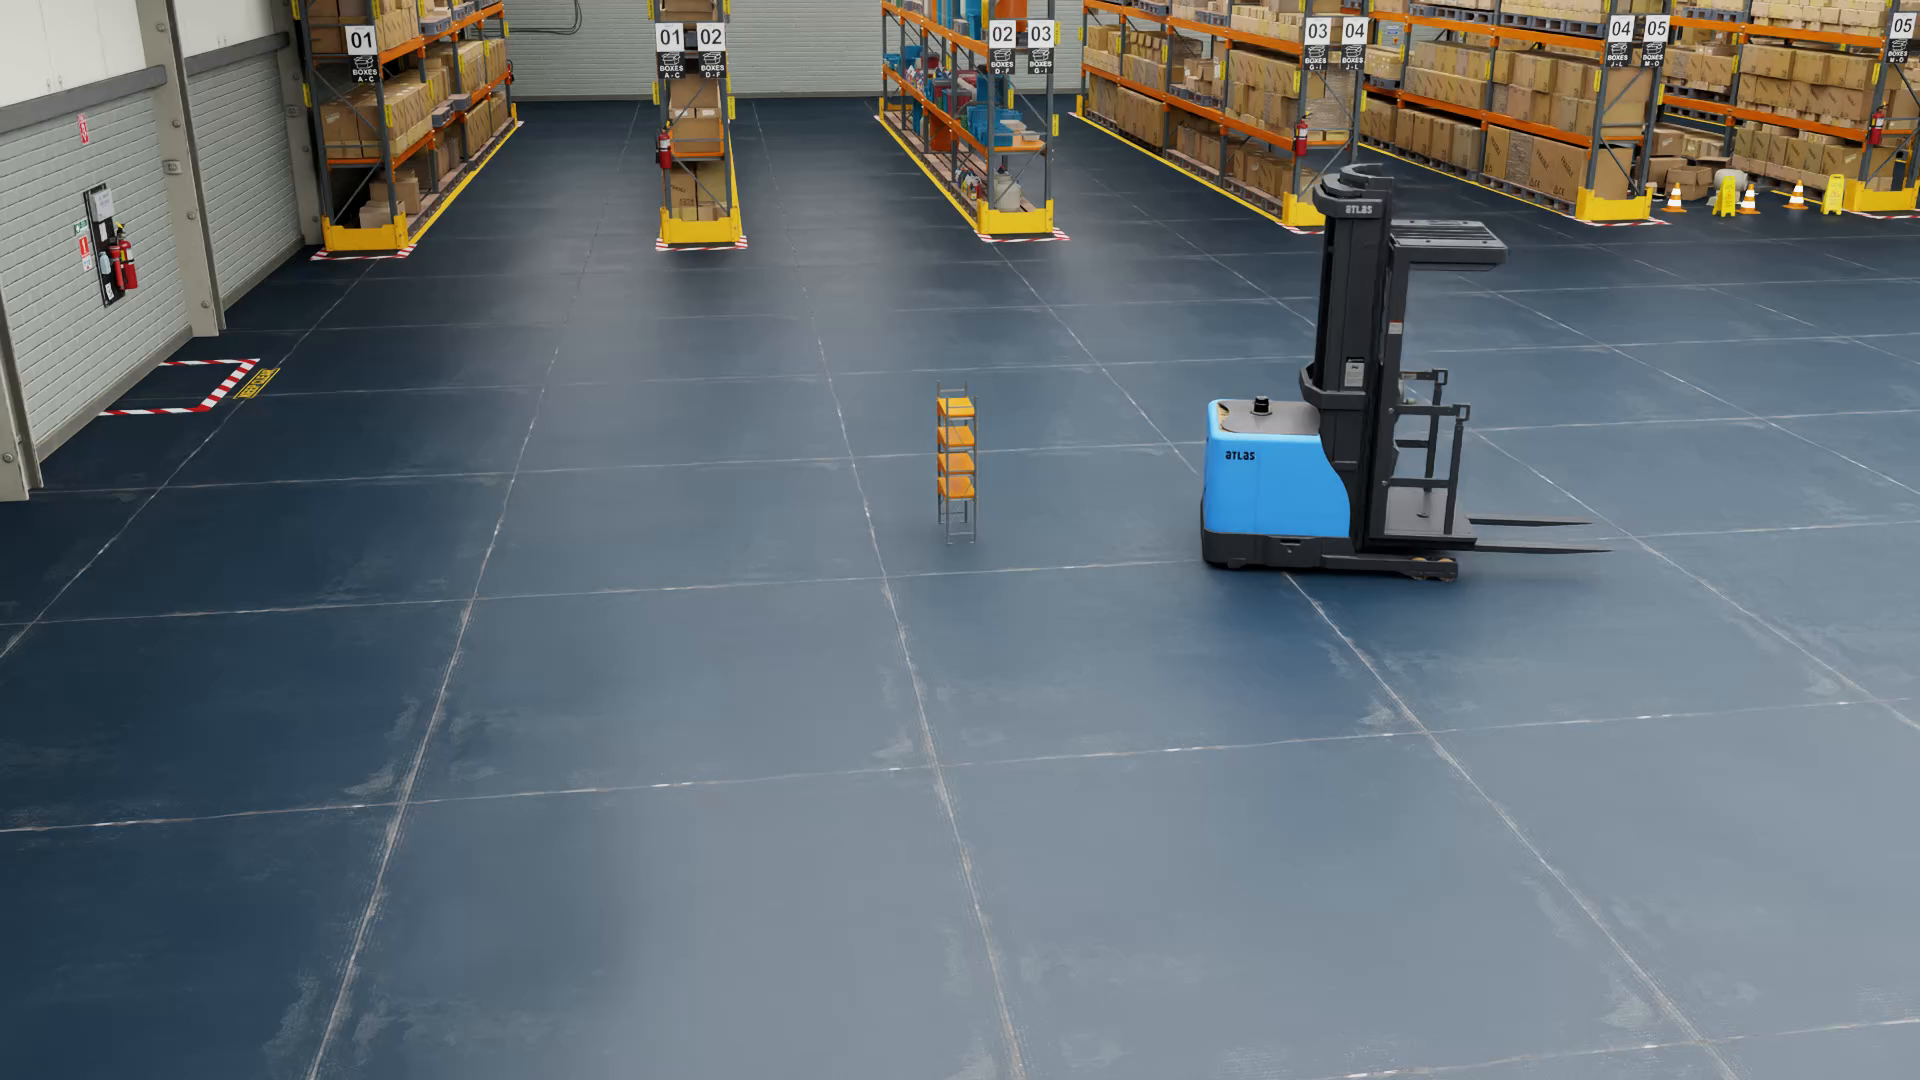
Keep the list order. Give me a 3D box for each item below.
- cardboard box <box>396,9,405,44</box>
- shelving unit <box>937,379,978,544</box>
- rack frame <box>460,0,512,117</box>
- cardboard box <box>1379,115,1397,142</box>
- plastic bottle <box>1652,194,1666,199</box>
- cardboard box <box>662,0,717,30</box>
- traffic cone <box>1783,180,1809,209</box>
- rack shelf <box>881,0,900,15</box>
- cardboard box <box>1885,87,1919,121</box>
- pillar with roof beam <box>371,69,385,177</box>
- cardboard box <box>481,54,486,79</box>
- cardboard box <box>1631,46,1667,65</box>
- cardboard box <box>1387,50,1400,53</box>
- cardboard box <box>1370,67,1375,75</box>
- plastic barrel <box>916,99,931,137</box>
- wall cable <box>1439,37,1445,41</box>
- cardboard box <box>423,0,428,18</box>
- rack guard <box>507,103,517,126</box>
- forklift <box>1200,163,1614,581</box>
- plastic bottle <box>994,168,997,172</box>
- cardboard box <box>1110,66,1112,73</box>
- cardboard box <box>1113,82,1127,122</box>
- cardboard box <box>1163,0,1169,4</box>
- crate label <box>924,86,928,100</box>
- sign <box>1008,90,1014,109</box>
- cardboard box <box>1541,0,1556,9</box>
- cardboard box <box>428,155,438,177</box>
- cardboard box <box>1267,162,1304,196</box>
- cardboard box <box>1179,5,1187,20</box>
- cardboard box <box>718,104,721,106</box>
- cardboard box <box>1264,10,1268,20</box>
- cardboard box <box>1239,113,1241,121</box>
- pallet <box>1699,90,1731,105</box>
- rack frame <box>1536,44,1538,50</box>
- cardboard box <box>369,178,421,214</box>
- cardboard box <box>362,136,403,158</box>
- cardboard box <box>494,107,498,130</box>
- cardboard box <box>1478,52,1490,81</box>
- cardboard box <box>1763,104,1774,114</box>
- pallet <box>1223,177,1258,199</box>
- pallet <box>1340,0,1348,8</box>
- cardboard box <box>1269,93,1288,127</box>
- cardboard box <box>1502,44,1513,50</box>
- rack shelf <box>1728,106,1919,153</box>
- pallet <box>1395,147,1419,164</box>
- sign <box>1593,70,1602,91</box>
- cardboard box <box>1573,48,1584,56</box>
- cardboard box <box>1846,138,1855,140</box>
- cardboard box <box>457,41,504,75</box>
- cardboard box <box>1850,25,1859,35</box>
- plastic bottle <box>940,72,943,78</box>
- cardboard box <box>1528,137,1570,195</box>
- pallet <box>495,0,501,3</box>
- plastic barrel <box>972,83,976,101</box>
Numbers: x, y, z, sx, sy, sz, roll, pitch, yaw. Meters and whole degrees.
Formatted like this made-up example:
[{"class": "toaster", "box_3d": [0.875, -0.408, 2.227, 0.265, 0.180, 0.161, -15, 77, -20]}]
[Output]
[{"class": "cardboard box", "box_3d": [-8.898, -7.901, 25.624, 0.500, 0.500, 0.500, -2, 21, -4]}, {"class": "shelving unit", "box_3d": [-0.024, -0.619, 13.160, 0.258, 1.200, 0.503, -3, 21, -8]}, {"class": "rack frame", "box_3d": [-11.184, -11.299, 39.181, 1.000, 3.000, 0.127, -3, 21, -8]}, {"class": "cardboard box", "box_3d": [9.243, -8.734, 35.286, 0.500, 0.500, 0.500, -3, 21, -8]}, {"class": "plastic bottle", "box_3d": [12.328, -6.076, 29.397, 0.133, 0.061, 0.283, -11, 23, -26]}, {"class": "cardboard box", "box_3d": [-4.055, -7.925, 24.914, 0.797, 0.503, 0.637, -1, 21, -4]}, {"class": "traffic cone", "box_3d": [14.295, -5.904, 28.362, 0.336, 0.463, 0.334, -3, 21, -8]}, {"class": "rack shelf", "box_3d": [-1.092, -12.174, 38.266, 1.077, 0.370, 4.000, -3, 21, -8]}, {"class": "cardboard box", "box_3d": [15.840, -7.373, 28.101, 0.500, 0.500, 0.500, -3, 21, -9]}, {"class": "pillar with roof beam", "box_3d": [-6.439, -11.063, 29.975, 9.100, 9.000, 0.400, -3, 21, -8]}, {"class": "cardboard box", "box_3d": [-10.291, -9.962, 35.006, 0.500, 0.500, 0.500, -3, 21, -9]}, {"class": "cardboard box", "box_3d": [14.316, -9.994, 34.518, 0.500, 0.500, 0.500, -4, 21, -9]}, {"class": "cardboard box", "box_3d": [9.498, -10.563, 36.119, 0.380, 0.149, 0.250, -3, 21, -9]}, {"class": "cardboard box", "box_3d": [8.967, -9.982, 35.414, 0.380, 0.149, 0.250, -3, 21, -8]}, {"class": "plastic barrel", "box_3d": [-0.640, -9.193, 35.941, 0.600, 0.901, 0.708, -3, 21, -8]}, {"class": "wall cable", "box_3d": [13.893, -15.051, 47.774, 0.588, 1.984, 0.122, -3, 21, -8]}, {"class": "cardboard box", "box_3d": [-9.632, -9.413, 29.102, 0.500, 0.500, 0.500, -4, 21, -10]}, {"class": "rack guard", "box_3d": [-11.188, -10.136, 39.641, 1.175, 0.500, 0.348, -3, 21, -8]}, {"class": "forklift", "box_3d": [3.399, -1.263, 12.407, 3.031, 2.935, 1.130, 2, 21, 6]}, {"class": "plastic bottle", "box_3d": [0.585, -6.393, 29.204, 0.144, 0.351, 0.185, -3, 21, -8]}, {"class": "cardboard box", "box_3d": [3.655, -10.813, 38.239, 0.380, 0.149, 0.250, -3, 21, -9]}, {"class": "cardboard box", "box_3d": [4.081, -10.097, 38.400, 0.875, 0.875, 0.875, -3, 21, -8]}, {"class": "cardboard box", "box_3d": [4.515, -11.136, 33.711, 0.797, 0.503, 0.637, -2, 21, -5]}, {"class": "crate label", "box_3d": [-0.537, -8.786, 32.691, 0.303, 0.233, 0.416, -3, 21, -8]}, {"class": "sign", "box_3d": [0.895, -7.797, 29.410, 0.100, 0.325, 0.005, -3, 21, -8]}, {"class": "cardboard box", "box_3d": [10.188, -9.119, 28.103, 0.500, 0.250, 0.500, -3, 21, -7]}, {"class": "cardboard box", "box_3d": [-9.701, -6.610, 29.570, 0.700, 0.500, 0.500, -3, 21, -9]}, {"class": "cardboard box", "box_3d": [5.562, -6.174, 28.433, 0.500, 0.500, 0.500, -1, 21, -3]}, {"class": "cardboard box", "box_3d": [4.563, -10.260, 32.327, 0.500, 0.250, 0.500, -2, 21, -6]}, {"class": "cardboard box", "box_3d": [-3.860, -6.599, 25.527, 0.380, 0.149, 0.250, -3, 21, -9]}, {"class": "cardboard box", "box_3d": [5.289, -8.750, 27.714, 0.380, 0.149, 0.250, -2, 21, -6]}, {"class": "cardboard box", "box_3d": [5.116, -7.428, 29.176, 0.380, 0.149, 0.250, -3, 21, -8]}, {"class": "pallet", "box_3d": [15.091, -8.576, 32.163, 1.003, 0.211, 1.213, -3, 21, -8]}, {"class": "rack frame", "box_3d": [13.904, -11.163, 38.818, 1.000, 3.000, 0.127, -3, 21, -8]}, {"class": "cardboard box", "box_3d": [-9.027, -5.492, 26.578, 0.700, 0.500, 0.500, -4, 21, -11]}, {"class": "cardboard box", "box_3d": [-8.634, -5.883, 24.867, 0.500, 0.250, 0.500, -4, 21, -9]}, {"class": "cardboard box", "box_3d": [-10.683, -9.378, 37.010, 0.700, 0.500, 0.500, -3, 21, -8]}, {"class": "cardboard box", "box_3d": [10.096, -8.796, 30.907, 0.700, 0.500, 0.500, -3, 21, -9]}, {"class": "cardboard box", "box_3d": [14.942, -7.888, 30.407, 0.380, 0.149, 0.250, -2, 21, -6]}, {"class": "pallet", "box_3d": [5.382, -6.357, 29.934, 1.003, 0.211, 1.213, -3, 21, -8]}, {"class": "pallet", "box_3d": [9.004, -11.977, 36.977, 1.213, 0.211, 1.003, -3, 21, -8]}, {"class": "cardboard box", "box_3d": [5.584, -7.054, 27.247, 0.875, 0.500, 0.500, -3, 21, -8]}, {"class": "cardboard box", "box_3d": [13.417, -11.709, 40.136, 0.500, 0.500, 0.500, -3, 21, -9]}, {"class": "rack shelf", "box_3d": [15.345, -7.364, 29.674, 1.077, 0.370, 4.000, -3, 21, -8]}, {"class": "pallet", "box_3d": [9.636, -7.911, 34.095, 1.003, 0.211, 1.213, -3, 21, -8]}, {"class": "sign", "box_3d": [10.211, -7.355, 26.627, 0.100, 0.325, 0.005, -3, 21, -8]}, {"class": "cardboard box", "box_3d": [13.934, -10.984, 36.767, 0.500, 0.500, 0.500, -3, 21, -9]}, {"class": "cardboard box", "box_3d": [15.643, -6.925, 29.727, 0.500, 0.500, 0.500, -3, 21, -7]}, {"class": "cardboard box", "box_3d": [-10.985, -11.012, 37.984, 0.980, 0.700, 0.700, -3, 21, -8]}, {"class": "cardboard box", "box_3d": [15.232, -8.584, 27.983, 0.380, 0.149, 0.250, -2, 21, -6]}, {"class": "plastic bottle", "box_3d": [-0.370, -9.792, 35.332, 0.097, 0.271, 0.097, 0, 20, 0]}, {"class": "cardboard box", "box_3d": [10.458, -6.461, 28.665, 0.875, 0.875, 0.875, -3, 21, -9]}, {"class": "pallet", "box_3d": [-11.067, -12.406, 37.985, 1.003, 0.211, 1.213, -3, 21, -8]}, {"class": "plastic barrel", "box_3d": [0.428, -8.050, 30.287, 0.433, 0.535, 0.433, 0, 20, 0]}]
